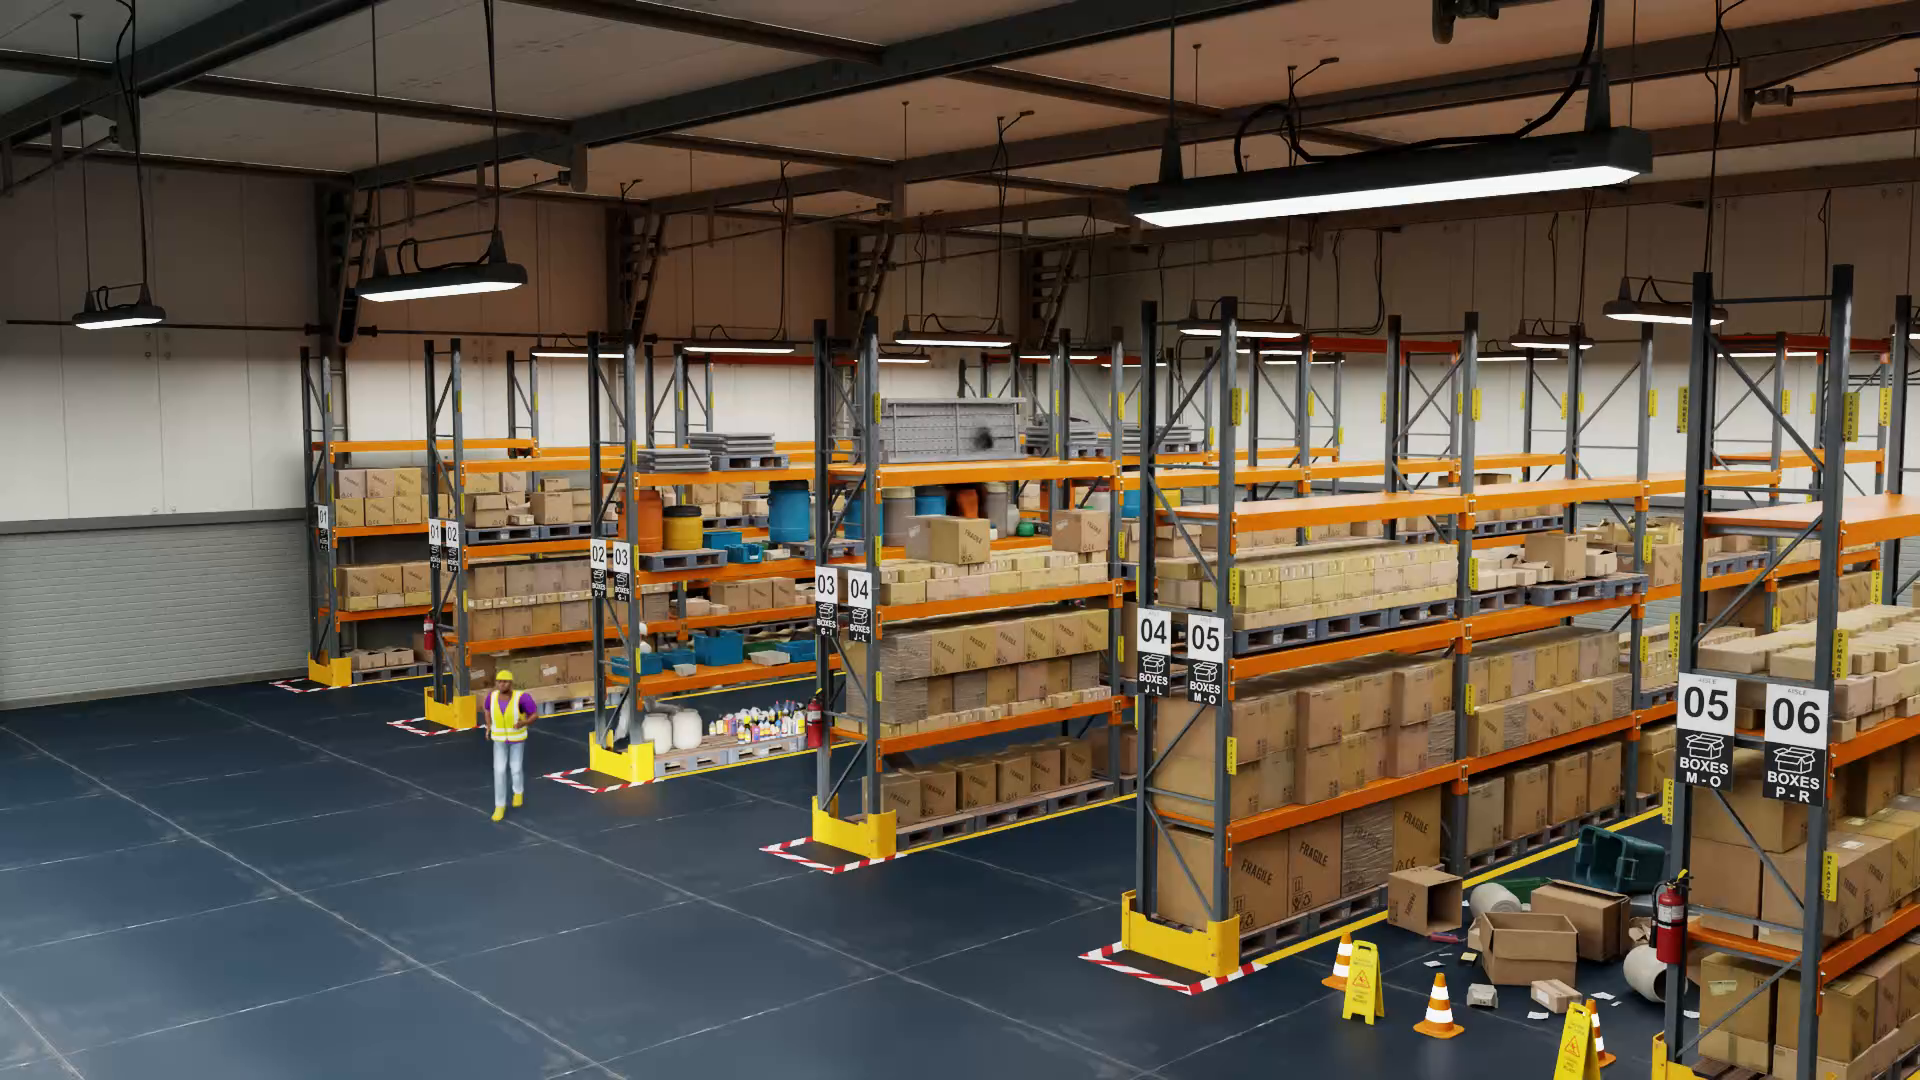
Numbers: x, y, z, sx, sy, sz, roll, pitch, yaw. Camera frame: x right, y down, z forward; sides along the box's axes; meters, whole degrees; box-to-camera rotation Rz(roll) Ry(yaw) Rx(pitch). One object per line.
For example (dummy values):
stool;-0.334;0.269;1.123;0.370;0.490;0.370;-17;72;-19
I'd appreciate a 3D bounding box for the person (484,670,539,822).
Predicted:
person;-5.518;2.481;20.460;0.688;1.815;0.807;-1;5;-6

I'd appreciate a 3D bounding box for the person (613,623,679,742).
person;-4.718;2.119;24.813;1.134;1.777;0.619;-4;6;-35

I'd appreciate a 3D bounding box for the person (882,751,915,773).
person;-0.829;2.442;21.586;0.778;1.594;0.686;-4;7;-41
